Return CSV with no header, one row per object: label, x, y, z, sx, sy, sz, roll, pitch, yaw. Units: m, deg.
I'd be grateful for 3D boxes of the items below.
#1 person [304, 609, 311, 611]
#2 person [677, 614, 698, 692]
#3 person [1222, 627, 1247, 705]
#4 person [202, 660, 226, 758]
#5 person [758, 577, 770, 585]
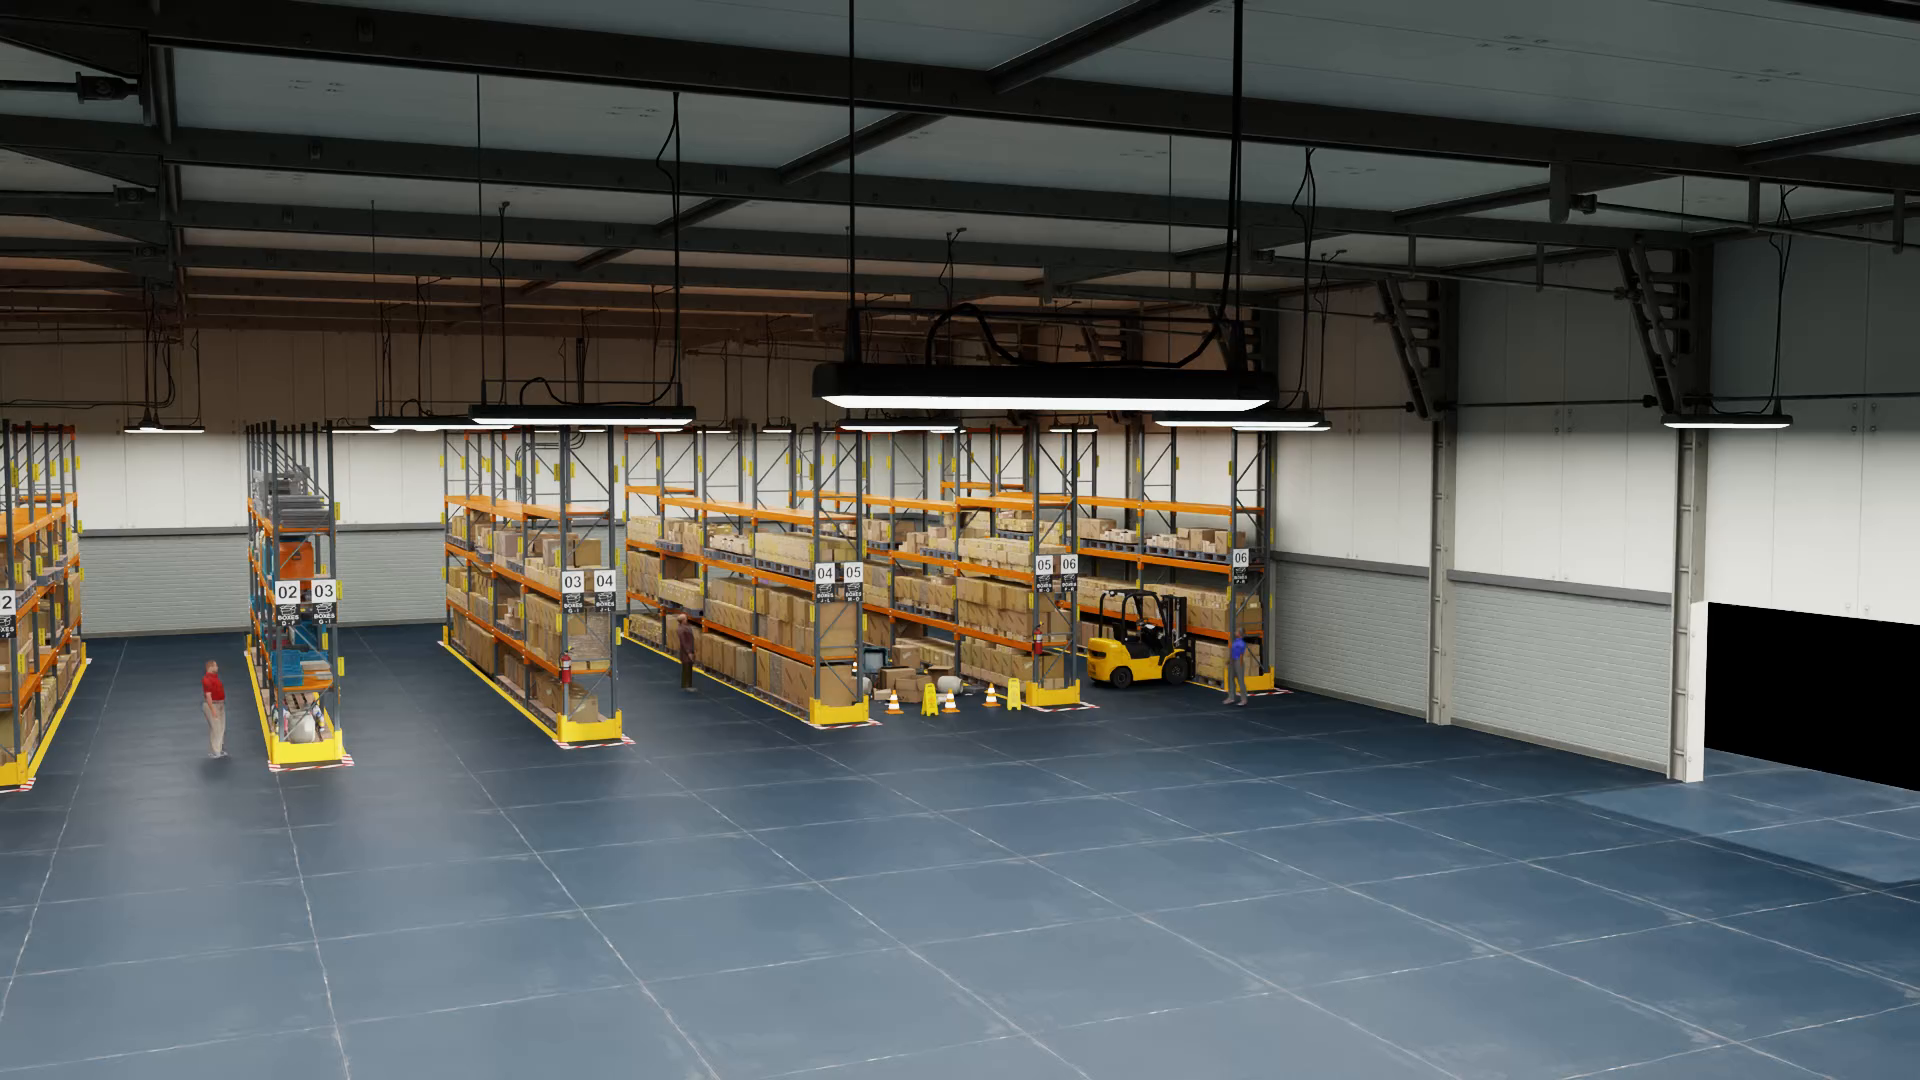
person,-18.722,1.941,47.380,0.960,1.635,0.532,0,4,-4
person,-6.092,2.624,37.315,0.434,1.607,0.710,0,4,6
person,5.863,2.679,35.433,0.414,1.668,0.650,-1,4,-21
person,-13.311,3.046,29.790,0.497,1.795,0.549,0,4,6
person,-6.412,1.607,53.978,0.461,1.519,0.560,1,4,19
